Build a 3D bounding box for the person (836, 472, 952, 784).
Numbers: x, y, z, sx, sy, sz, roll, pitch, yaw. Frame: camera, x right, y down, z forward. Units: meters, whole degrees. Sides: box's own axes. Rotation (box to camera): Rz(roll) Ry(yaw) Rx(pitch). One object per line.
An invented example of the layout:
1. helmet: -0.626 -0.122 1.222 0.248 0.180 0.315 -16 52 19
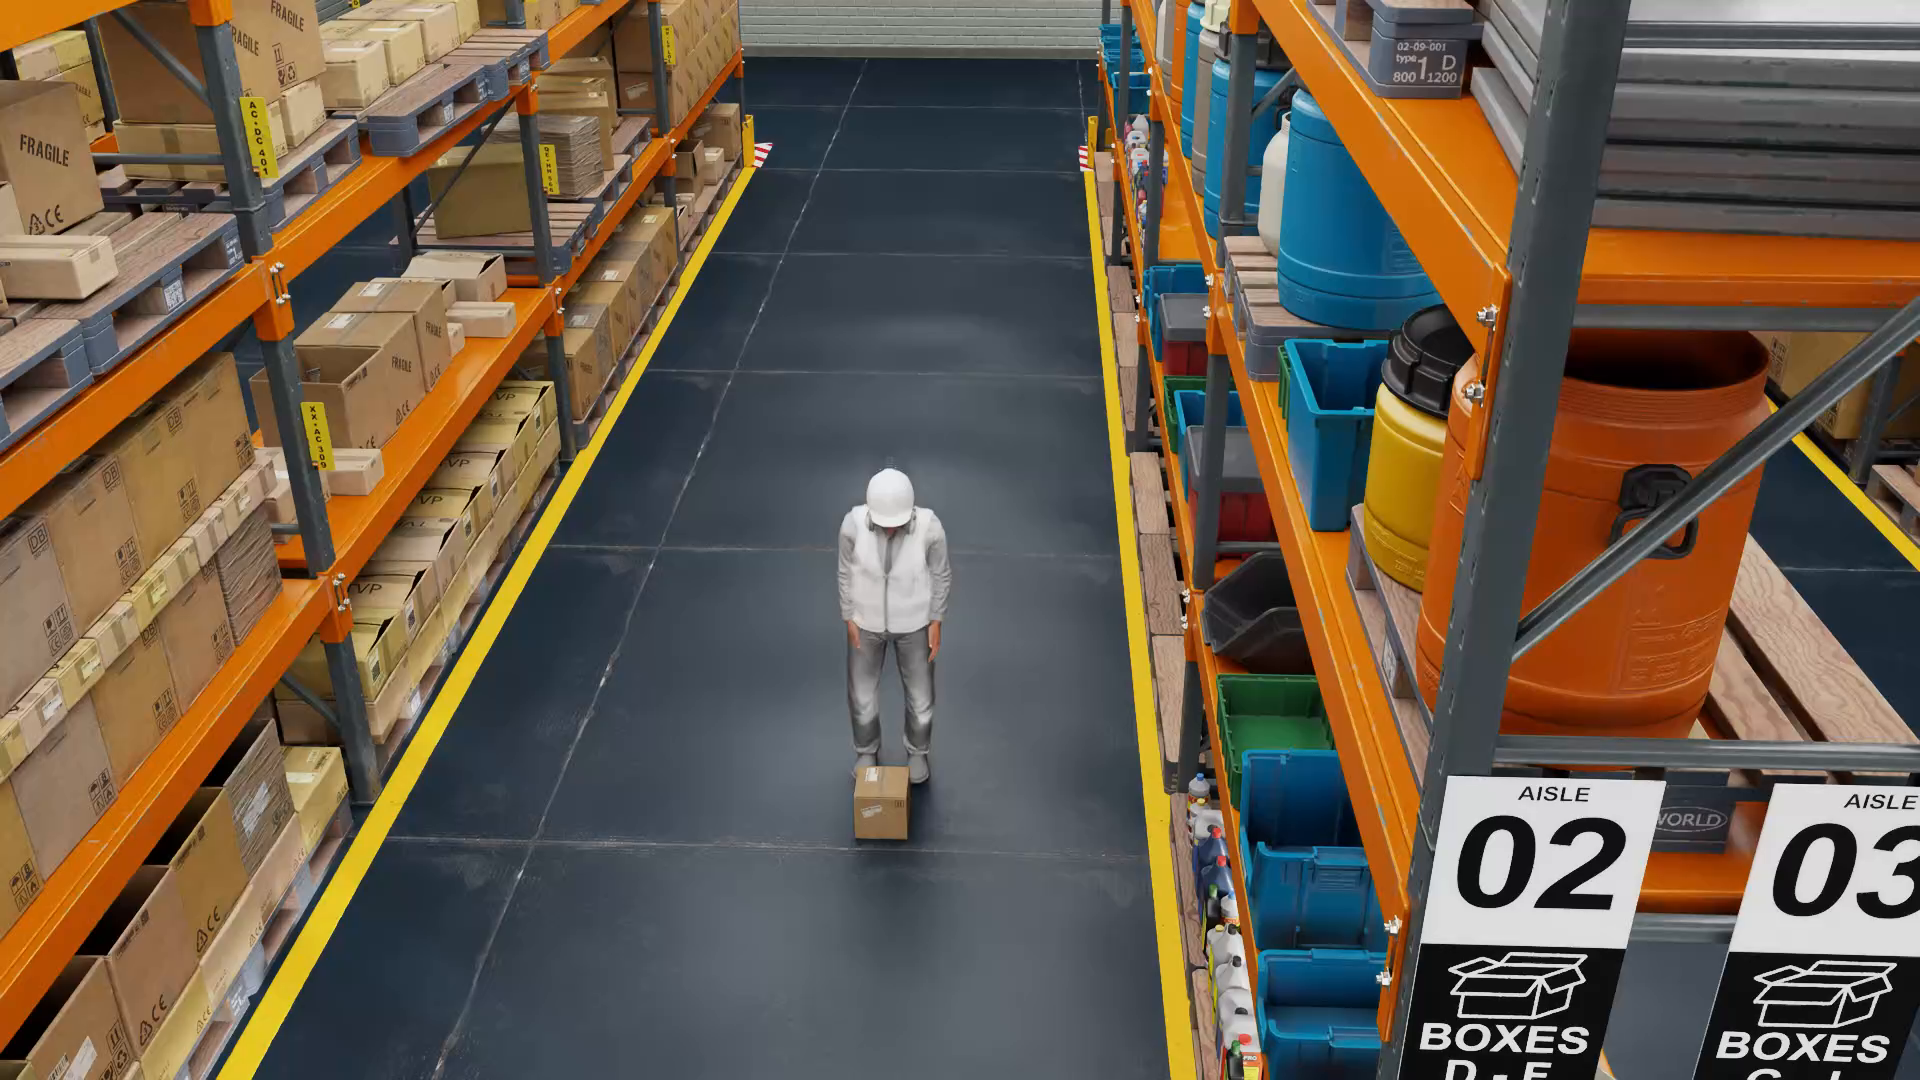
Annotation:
1. person: -0.318 0.410 8.118 0.560 1.719 0.476 2 28 3
